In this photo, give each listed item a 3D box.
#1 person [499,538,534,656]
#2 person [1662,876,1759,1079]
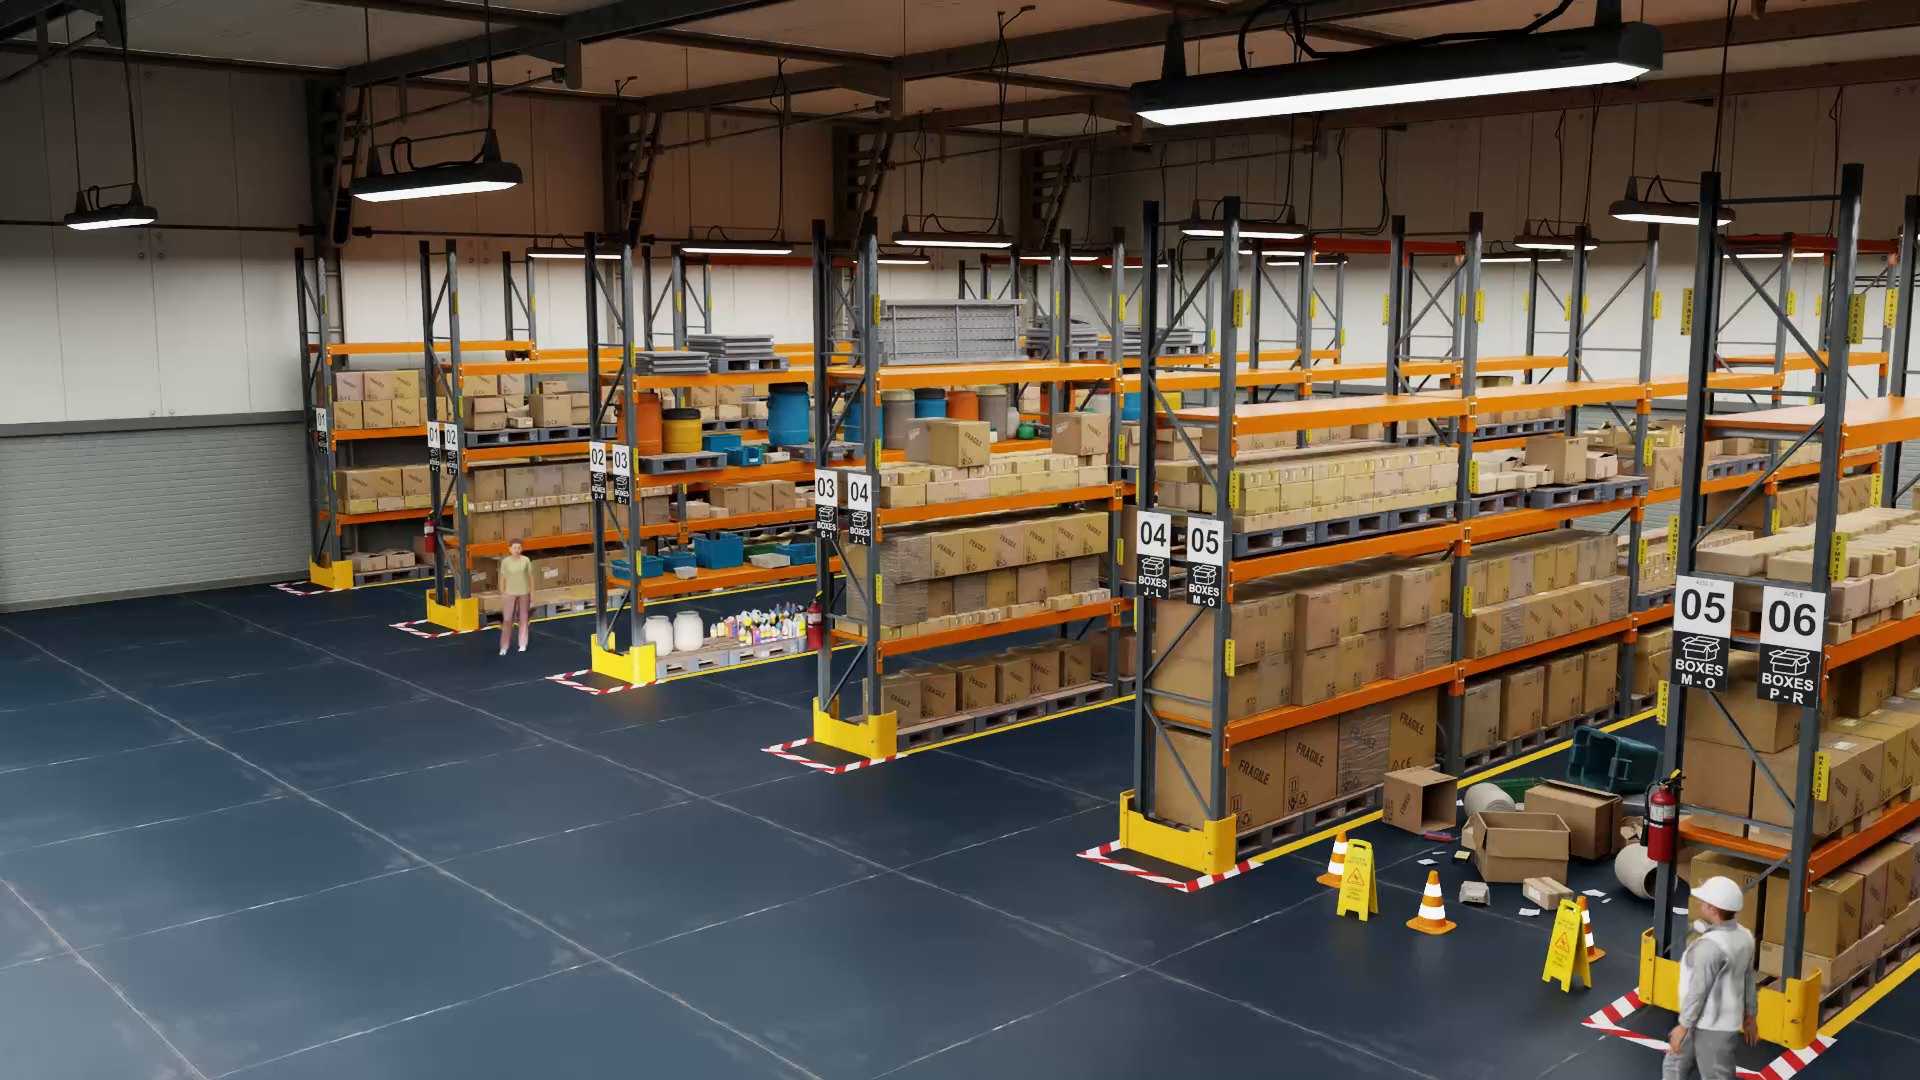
[{"bbox_3d":[-6.468,0.826,24.191,0.534,1.712,0.402,-3,9,-22],"label":"person"},{"bbox_3d":[4.507,2.869,9.935,0.983,1.750,0.510,4,9,28],"label":"person"}]
